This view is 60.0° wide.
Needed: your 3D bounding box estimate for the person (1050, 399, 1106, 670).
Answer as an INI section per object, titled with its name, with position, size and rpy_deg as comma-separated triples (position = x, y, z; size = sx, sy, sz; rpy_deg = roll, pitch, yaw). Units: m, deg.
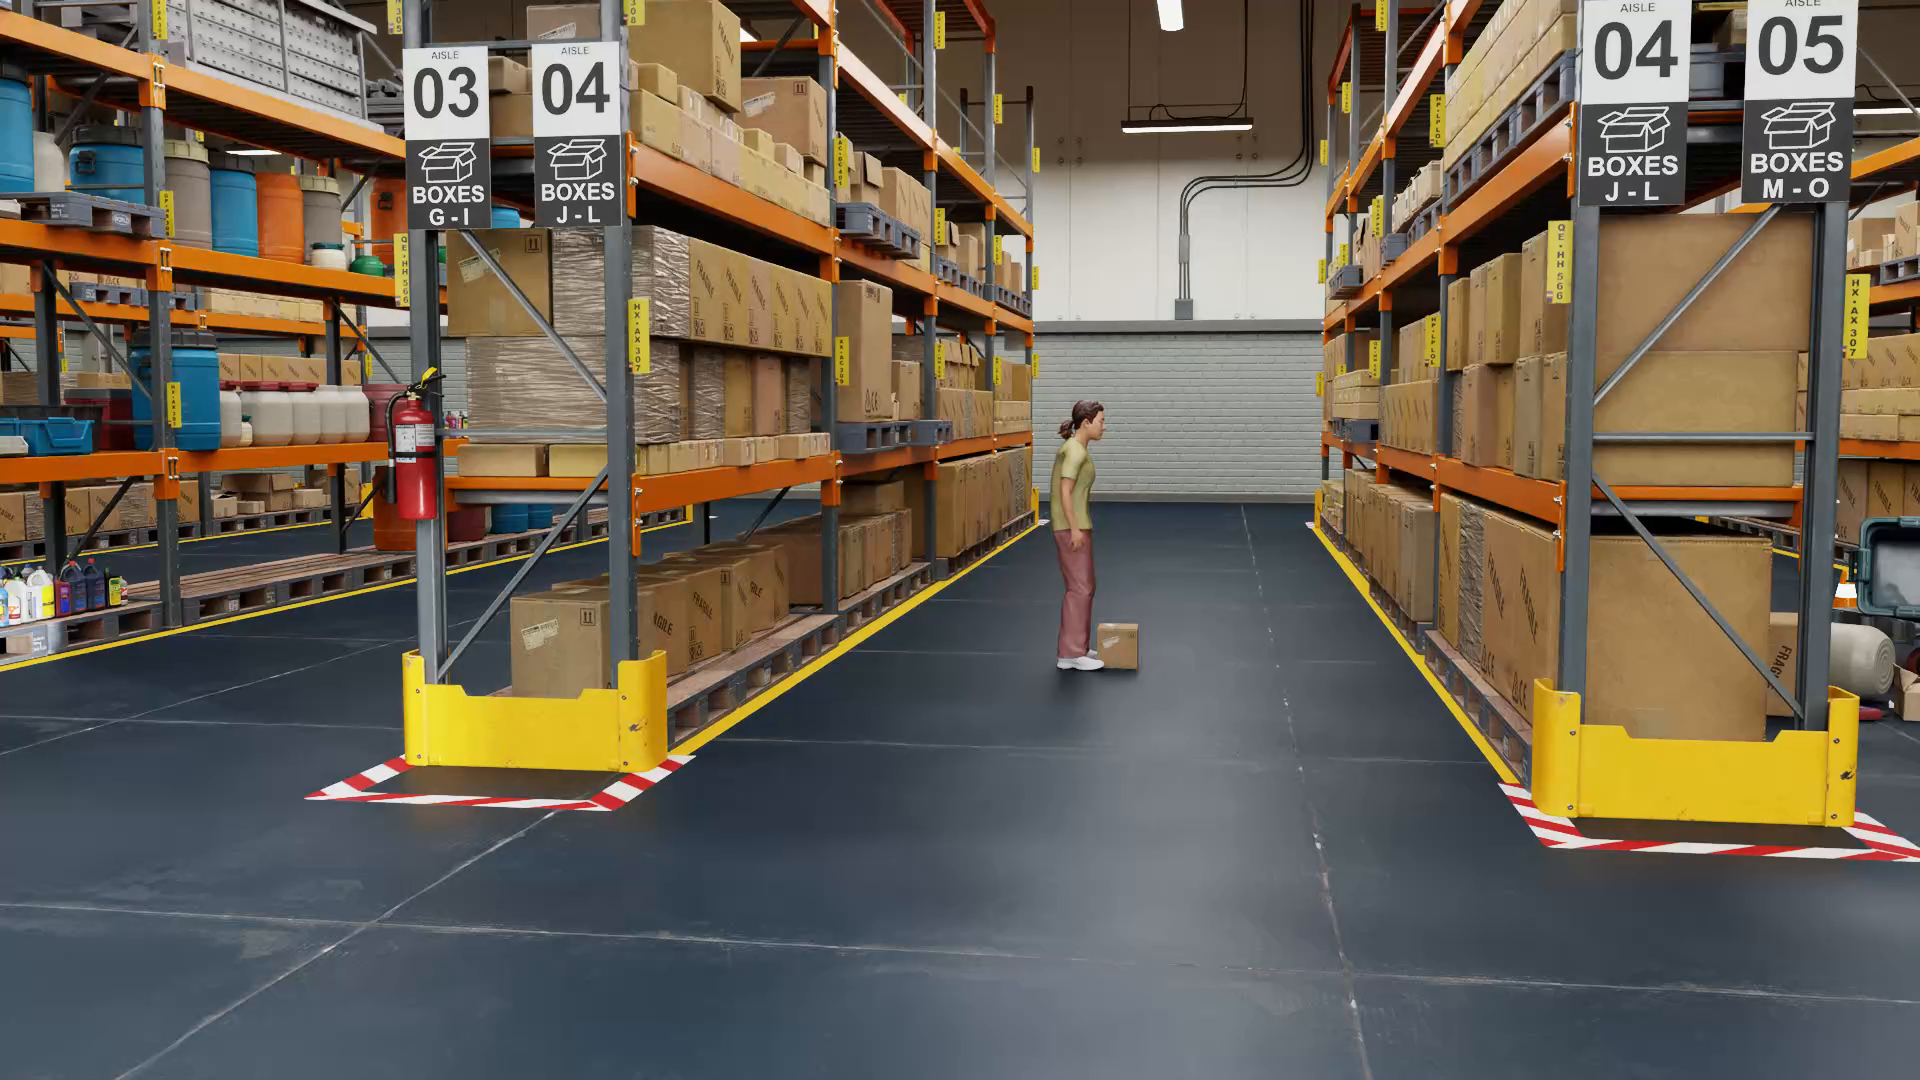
[person]
position = 0.745, -0.045, 10.429
size = 0.360, 1.672, 0.496
rpy_deg = 1, 5, 8
